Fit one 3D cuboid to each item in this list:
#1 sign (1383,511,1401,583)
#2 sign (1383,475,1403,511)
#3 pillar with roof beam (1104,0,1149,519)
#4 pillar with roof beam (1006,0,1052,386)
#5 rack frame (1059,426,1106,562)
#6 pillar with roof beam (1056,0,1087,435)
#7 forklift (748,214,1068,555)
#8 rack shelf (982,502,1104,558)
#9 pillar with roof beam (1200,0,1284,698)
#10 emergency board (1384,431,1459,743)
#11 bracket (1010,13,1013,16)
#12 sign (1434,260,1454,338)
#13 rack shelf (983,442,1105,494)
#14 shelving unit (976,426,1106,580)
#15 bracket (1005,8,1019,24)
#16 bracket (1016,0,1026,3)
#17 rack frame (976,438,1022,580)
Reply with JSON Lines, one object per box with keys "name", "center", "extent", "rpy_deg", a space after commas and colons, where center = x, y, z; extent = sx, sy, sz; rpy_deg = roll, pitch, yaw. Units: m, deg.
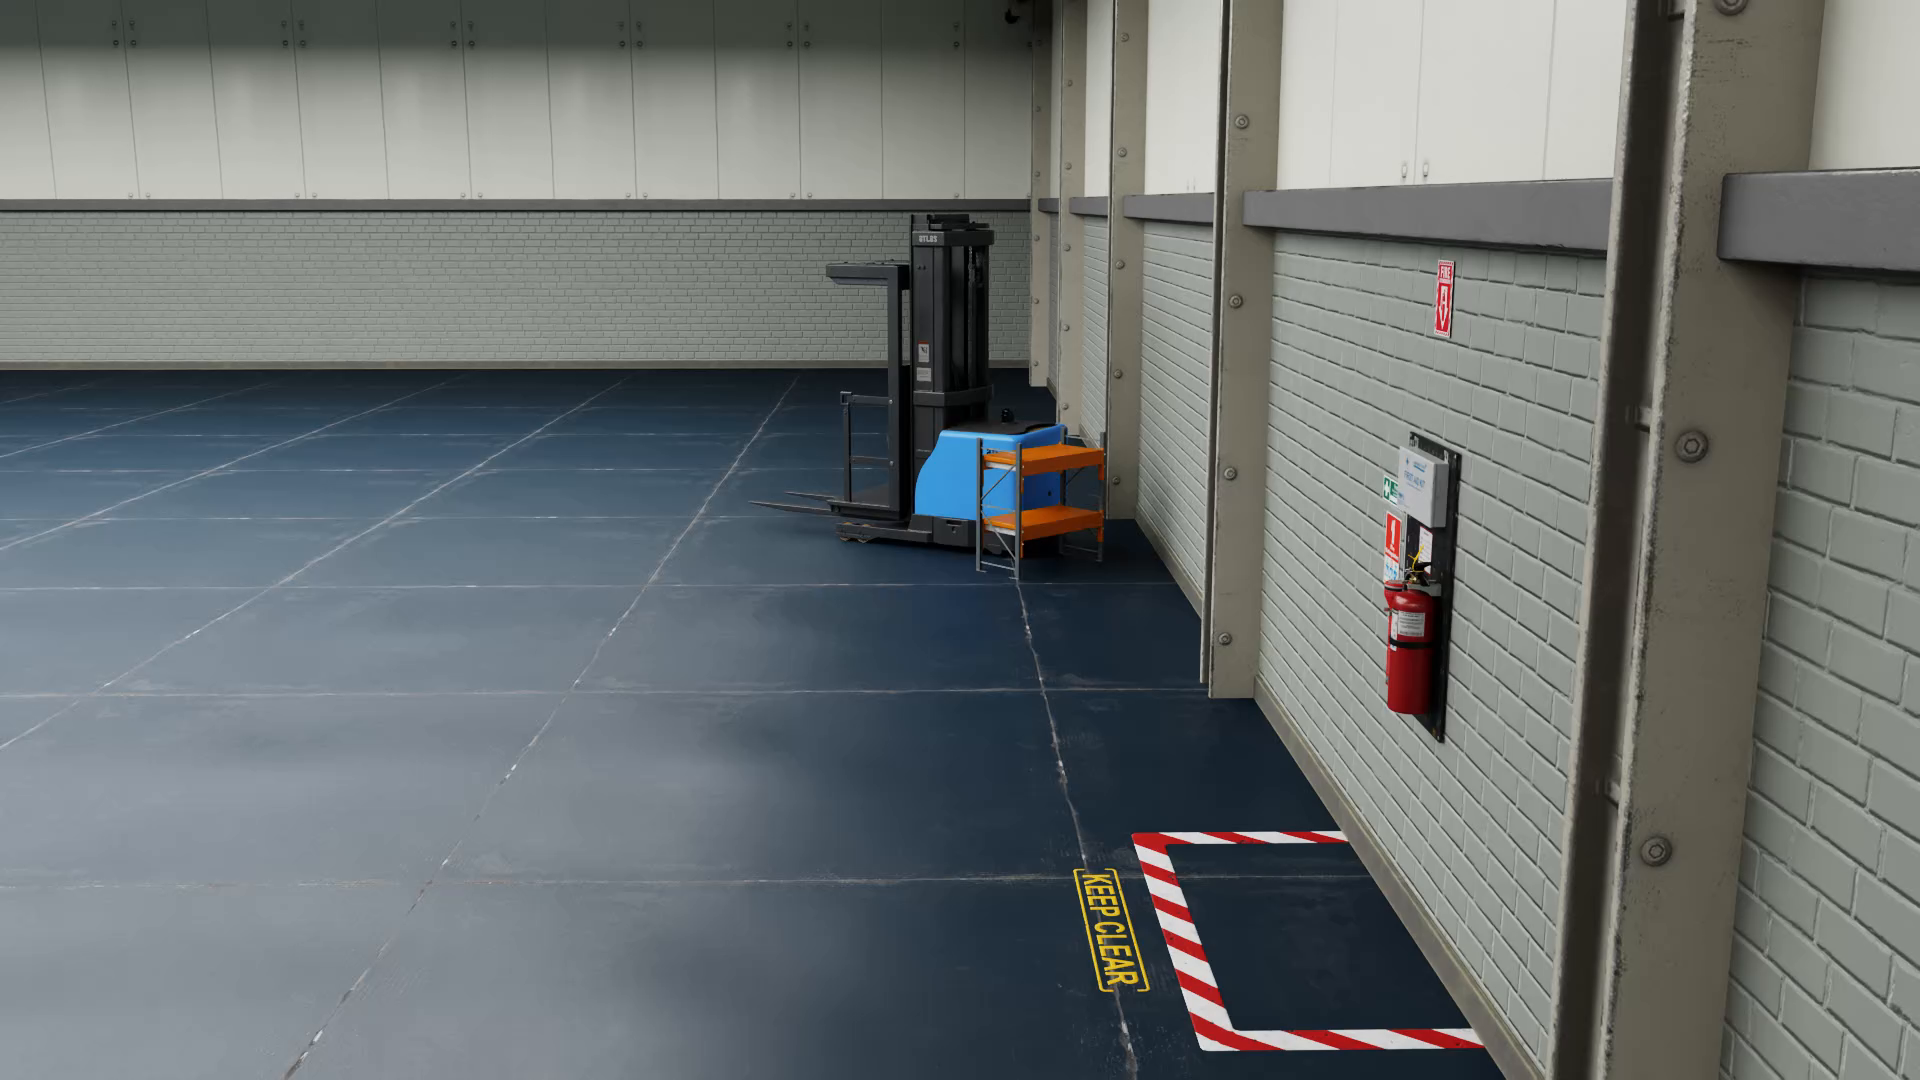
{"name": "sign", "center": [1.914, 0.051, 7.366], "extent": [0.001, 0.329, 0.234], "rpy_deg": [0, 11, -1]}
{"name": "sign", "center": [1.906, -0.208, 7.308], "extent": [0.001, 0.109, 0.331], "rpy_deg": [0, 11, -1]}
{"name": "pillar with roof beam", "center": [-2.716, -4.638, 15.477], "extent": [9.100, 9.000, 0.400], "rpy_deg": [0, 11, -1]}
{"name": "pillar with roof beam", "center": [-2.964, -7.023, 27.235], "extent": [9.100, 9.000, 0.548], "rpy_deg": [0, 11, -1]}
{"name": "rack frame", "center": [1.058, -0.399, 14.389], "extent": [0.032, 1.125, 0.500], "rpy_deg": [-11, 16, -42]}
{"name": "pillar with roof beam", "center": [-2.840, -5.830, 21.356], "extent": [9.100, 9.000, 0.400], "rpy_deg": [0, 11, -1]}
{"name": "forklift", "center": [-0.551, -1.497, 15.257], "extent": [3.031, 2.935, 1.130], "rpy_deg": [6, 13, 28]}
{"name": "rack shelf", "center": [0.689, -0.090, 14.095], "extent": [1.000, 0.278, 0.538], "rpy_deg": [-11, 16, -42]}
{"name": "pillar with roof beam", "center": [-2.592, -3.445, 9.598], "extent": [9.100, 9.000, 0.400], "rpy_deg": [0, 11, -1]}
{"name": "emergency board", "center": [1.823, 0.179, 6.825], "extent": [0.194, 1.169, 0.643], "rpy_deg": [0, 11, -1]}
{"name": "bracket", "center": [0.939, -9.240, 29.107], "extent": [0.076, 0.066, 3.189], "rpy_deg": [0, 11, -1]}
{"name": "sign", "center": [1.922, -0.959, 6.605], "extent": [0.001, 0.298, 0.199], "rpy_deg": [0, 11, -1]}
{"name": "rack shelf", "center": [0.689, -0.617, 13.989], "extent": [1.000, 0.278, 0.538], "rpy_deg": [-11, 16, -42]}
{"name": "shelving unit", "center": [0.689, -0.330, 14.047], "extent": [1.048, 1.125, 0.538], "rpy_deg": [-11, 16, -42]}
{"name": "bracket", "center": [0.927, -9.357, 29.686], "extent": [0.235, 0.232, 0.430], "rpy_deg": [0, 11, -1]}
{"name": "bracket", "center": [0.993, -8.721, 26.551], "extent": [0.235, 0.232, 0.430], "rpy_deg": [0, 11, -1]}
{"name": "rack frame", "center": [0.320, -0.260, 13.704], "extent": [0.032, 1.125, 0.500], "rpy_deg": [-11, 16, -42]}
